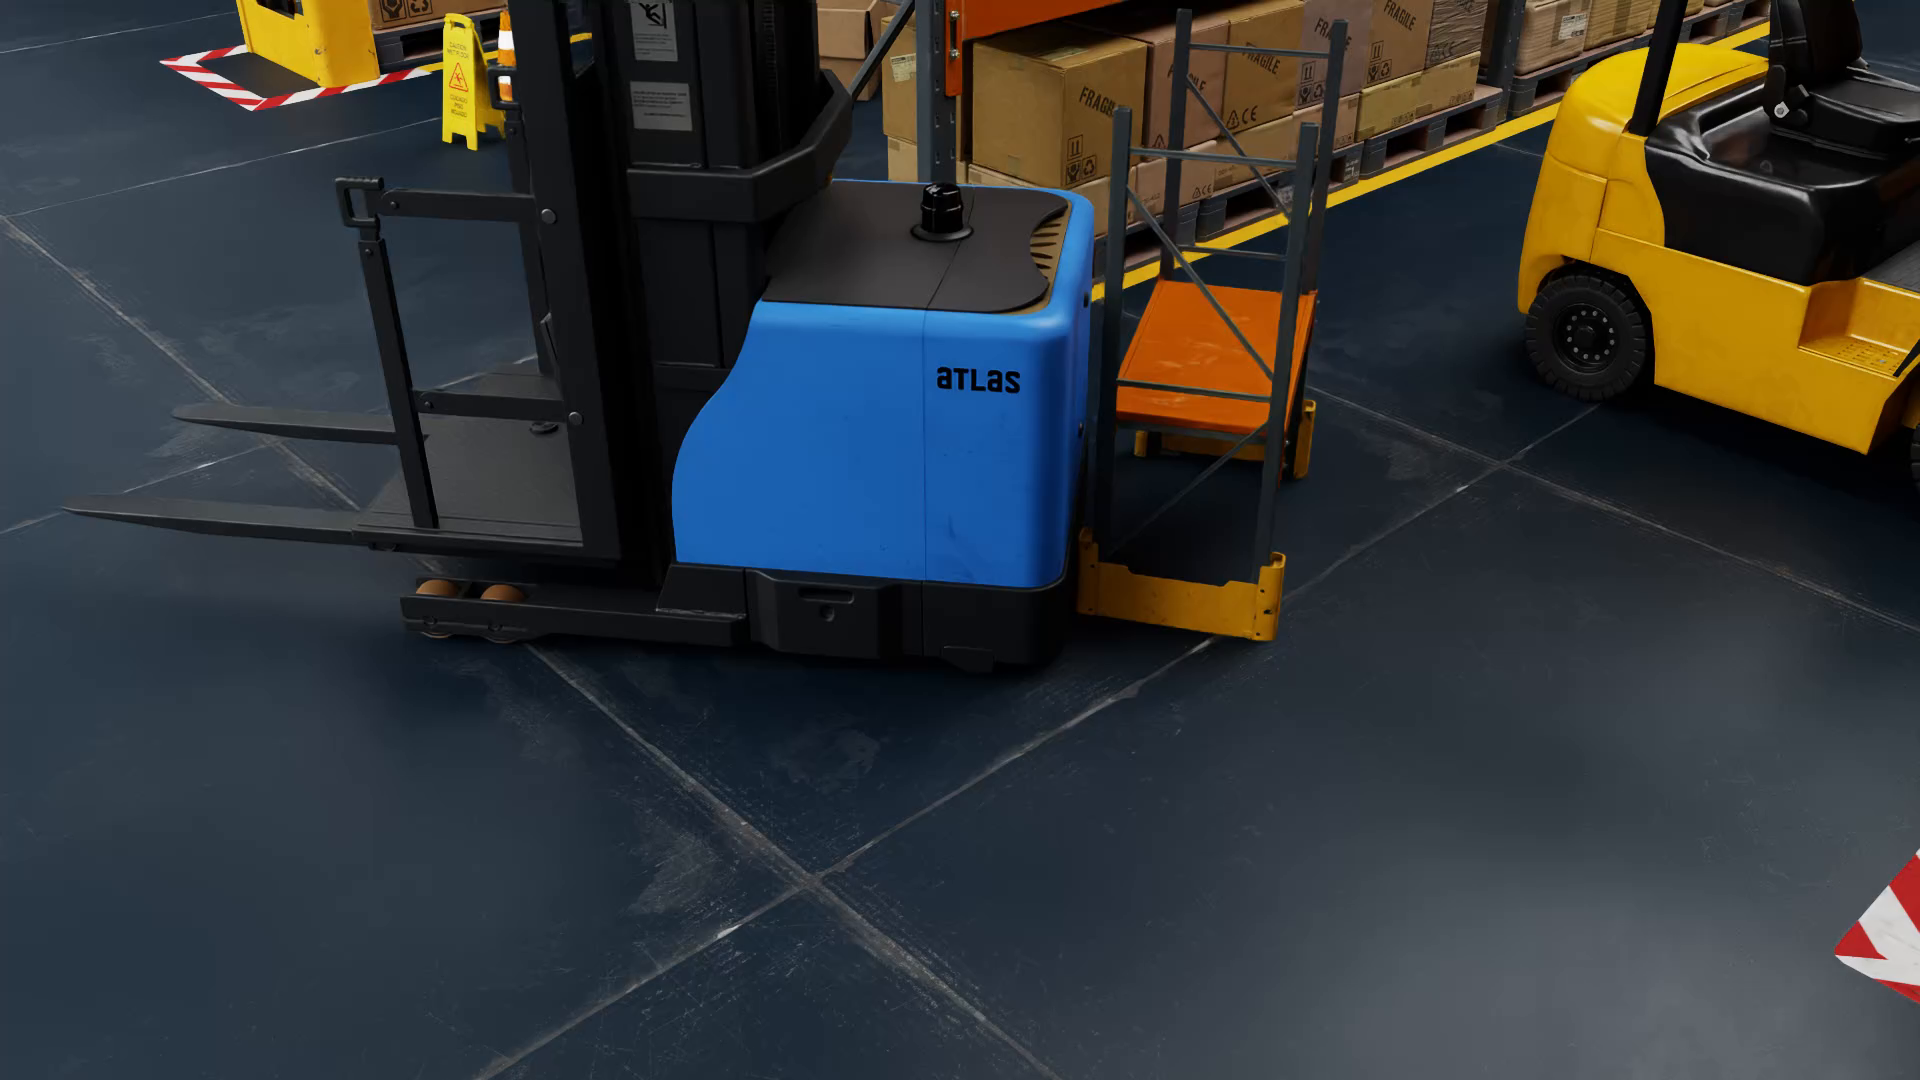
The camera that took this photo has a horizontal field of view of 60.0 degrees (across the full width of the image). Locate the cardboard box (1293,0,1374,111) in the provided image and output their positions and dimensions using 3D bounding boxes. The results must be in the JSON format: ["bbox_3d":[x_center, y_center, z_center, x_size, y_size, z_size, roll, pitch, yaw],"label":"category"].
[{"bbox_3d":[1.541,-2.337,7.711,0.500,0.500,0.500,-23,39,-33],"label":"cardboard box"}]

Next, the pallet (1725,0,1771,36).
[{"bbox_3d":[4.897,-3.639,10.998,1.213,0.211,1.003,-26,40,-35],"label":"pallet"}]

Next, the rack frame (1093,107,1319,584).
[{"bbox_3d":[0.625,-0.397,4.462,0.500,1.500,0.032,8,32,13],"label":"rack frame"}]

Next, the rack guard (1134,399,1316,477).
[{"bbox_3d":[0.891,-0.375,5.624,0.587,0.250,0.087,8,32,13],"label":"rack guard"}]

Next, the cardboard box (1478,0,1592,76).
[{"bbox_3d":[2.921,-2.931,9.285,0.625,0.372,0.950,-25,39,-35],"label":"cardboard box"}]

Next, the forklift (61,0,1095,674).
[{"bbox_3d":[-1.153,-1.221,4.438,3.031,2.935,1.130,4,32,7],"label":"forklift"}]

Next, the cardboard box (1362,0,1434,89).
[{"bbox_3d":[1.915,-2.519,8.008,0.500,0.500,0.500,-25,39,-35],"label":"cardboard box"}]

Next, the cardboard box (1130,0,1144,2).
[{"bbox_3d":[0.770,-2.340,7.716,0.500,0.500,0.500,-27,40,-36],"label":"cardboard box"}]

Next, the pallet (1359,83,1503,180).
[{"bbox_3d":[2.070,-2.245,8.719,1.213,0.211,1.003,-26,40,-35],"label":"pallet"}]

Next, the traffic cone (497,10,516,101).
[{"bbox_3d":[-2.480,-2.688,9.202,0.334,0.463,0.336,-26,40,-35],"label":"traffic cone"}]

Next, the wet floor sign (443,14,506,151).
[{"bbox_3d":[-2.510,-2.353,8.479,0.267,0.644,0.232,22,37,31],"label":"wet floor sign"}]

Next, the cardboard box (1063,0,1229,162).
[{"bbox_3d":[0.782,-1.969,7.110,0.500,0.500,0.500,-28,41,-37],"label":"cardboard box"}]

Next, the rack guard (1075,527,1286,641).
[{"bbox_3d":[0.630,0.126,4.804,0.587,0.250,0.087,8,32,13],"label":"rack guard"}]

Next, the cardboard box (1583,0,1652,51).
[{"bbox_3d":[3.446,-3.187,9.704,0.625,0.372,0.950,-23,38,-33],"label":"cardboard box"}]

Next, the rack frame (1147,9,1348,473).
[{"bbox_3d":[0.891,-0.909,5.299,0.500,1.500,0.032,8,32,13],"label":"rack frame"}]

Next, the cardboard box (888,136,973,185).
[{"bbox_3d":[0.032,-1.672,7.341,0.500,0.250,0.500,-26,40,-36],"label":"cardboard box"}]

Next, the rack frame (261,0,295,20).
[{"bbox_3d":[-3.835,-4.125,9.121,0.127,3.000,1.000,-26,40,-35],"label":"rack frame"}]

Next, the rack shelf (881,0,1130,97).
[{"bbox_3d":[1.071,-2.670,7.430,4.000,0.370,1.077,-26,40,-35],"label":"rack shelf"}]

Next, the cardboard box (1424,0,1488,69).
[{"bbox_3d":[2.287,-2.700,8.304,0.500,0.500,0.500,-26,40,-36],"label":"cardboard box"}]

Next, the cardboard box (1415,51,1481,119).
[{"bbox_3d":[2.287,-2.380,8.499,0.500,0.250,0.500,-24,39,-33],"label":"cardboard box"}]

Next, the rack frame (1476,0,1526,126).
[{"bbox_3d":[2.538,-3.686,8.403,0.127,3.000,1.000,-26,40,-35],"label":"rack frame"}]

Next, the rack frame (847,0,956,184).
[{"bbox_3d":[-0.395,-2.267,6.083,0.127,3.000,1.000,-26,40,-35],"label":"rack frame"}]

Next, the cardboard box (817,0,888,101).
[{"bbox_3d":[-0.829,-2.794,9.336,0.797,0.503,0.637,4,32,6],"label":"cardboard box"}]

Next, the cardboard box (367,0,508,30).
[{"bbox_3d":[-3.383,-3.664,10.000,0.875,0.875,0.875,-26,40,-35],"label":"cardboard box"}]

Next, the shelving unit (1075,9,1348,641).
[{"bbox_3d":[0.760,-0.658,4.888,0.587,1.500,1.083,8,32,13],"label":"shelving unit"}]

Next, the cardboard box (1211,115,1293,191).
[{"bbox_3d":[1.155,-1.830,7.601,0.500,0.250,0.500,-23,38,-32],"label":"cardboard box"}]

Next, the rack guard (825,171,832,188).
[{"bbox_3d":[-0.339,-1.228,6.779,0.348,0.500,1.175,-26,40,-35],"label":"rack guard"}]

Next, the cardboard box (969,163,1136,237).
[{"bbox_3d":[0.384,-1.454,6.985,0.500,0.250,0.500,-26,40,-36],"label":"cardboard box"}]

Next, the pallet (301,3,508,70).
[{"bbox_3d":[-3.302,-3.249,10.361,1.213,0.211,1.003,-26,40,-35],"label":"pallet"}]

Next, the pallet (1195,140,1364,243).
[{"bbox_3d":[1.175,-1.810,8.007,1.213,0.211,1.003,-26,40,-35],"label":"pallet"}]

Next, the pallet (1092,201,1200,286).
[{"bbox_3d":[0.280,-1.379,7.303,1.213,0.211,1.003,-26,40,-35],"label":"pallet"}]

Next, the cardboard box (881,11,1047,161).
[{"bbox_3d":[0.015,-1.977,7.123,0.500,0.500,0.500,-26,40,-35],"label":"cardboard box"}]

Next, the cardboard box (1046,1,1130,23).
[{"bbox_3d":[0.395,-2.164,7.427,0.500,0.500,0.500,-24,39,-34],"label":"cardboard box"}]

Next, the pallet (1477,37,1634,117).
[{"bbox_3d":[3.108,-2.773,9.583,1.213,0.211,1.003,-26,40,-35],"label":"pallet"}]

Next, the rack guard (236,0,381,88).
[{"bbox_3d":[-3.852,-3.050,9.759,0.348,0.500,1.175,-26,40,-35],"label":"rack guard"}]

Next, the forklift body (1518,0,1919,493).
[{"bbox_3d":[3.133,-1.378,5.442,1.214,2.155,2.313,-26,40,-35],"label":"forklift body"}]

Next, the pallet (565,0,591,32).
[{"bbox_3d":[-2.407,-3.679,11.065,1.213,0.211,1.003,-26,40,-35],"label":"pallet"}]

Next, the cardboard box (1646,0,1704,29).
[{"bbox_3d":[3.954,-3.435,10.108,0.625,0.372,0.950,-24,39,-34],"label":"cardboard box"}]

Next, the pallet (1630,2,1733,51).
[{"bbox_3d":[4.003,-3.208,10.294,1.213,0.211,1.003,-26,40,-35],"label":"pallet"}]

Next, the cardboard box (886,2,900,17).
[{"bbox_3d":[-0.148,-3.187,9.849,0.503,0.637,0.797,-26,40,-35],"label":"cardboard box"}]

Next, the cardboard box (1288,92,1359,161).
[{"bbox_3d":[1.528,-2.008,7.892,0.500,0.250,0.500,-25,39,-35],"label":"cardboard box"}]

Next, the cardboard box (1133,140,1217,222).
[{"bbox_3d":[0.764,-1.632,7.277,0.500,0.250,0.500,-24,39,-34],"label":"cardboard box"}]

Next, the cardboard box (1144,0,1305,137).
[{"bbox_3d":[1.155,-2.144,7.396,0.500,0.500,0.500,-25,39,-35],"label":"cardboard box"}]

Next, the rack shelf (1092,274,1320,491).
[{"bbox_3d":[0.758,-0.500,4.975,0.538,0.185,1.000,8,32,13],"label":"rack shelf"}]

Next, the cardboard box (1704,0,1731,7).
[{"bbox_3d":[4.514,-3.702,10.545,0.625,0.372,0.950,-27,40,-36],"label":"cardboard box"}]

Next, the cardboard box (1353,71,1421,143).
[{"bbox_3d":[1.904,-2.187,8.184,0.500,0.250,0.500,-27,41,-37],"label":"cardboard box"}]

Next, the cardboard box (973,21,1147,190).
[{"bbox_3d":[0.401,-1.782,6.804,0.500,0.500,0.500,-27,41,-37],"label":"cardboard box"}]
